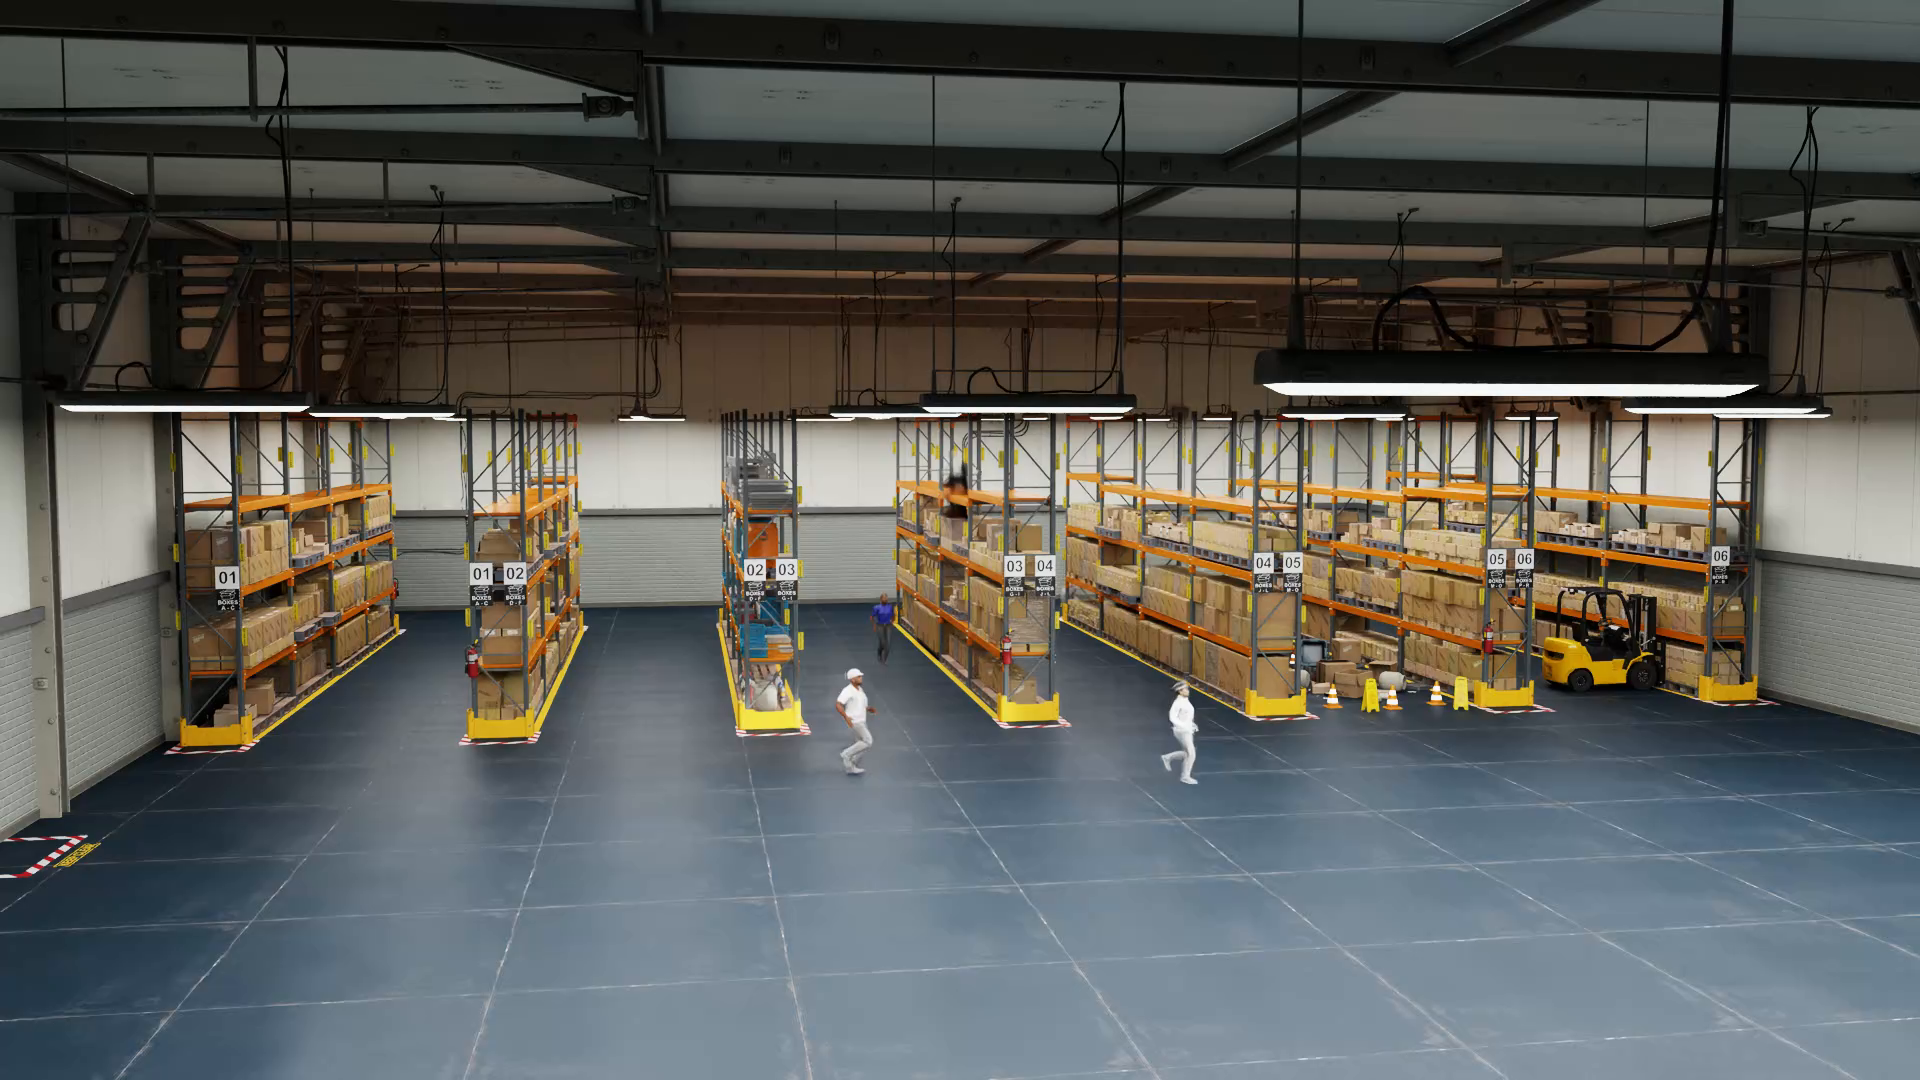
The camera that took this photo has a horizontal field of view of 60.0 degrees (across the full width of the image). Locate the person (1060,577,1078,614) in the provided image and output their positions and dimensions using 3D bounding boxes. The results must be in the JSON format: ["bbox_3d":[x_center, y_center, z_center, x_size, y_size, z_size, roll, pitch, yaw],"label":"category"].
[{"bbox_3d":[3.360,1.395,49.902,0.713,1.773,0.830,0,4,5],"label":"person"}]

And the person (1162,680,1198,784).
[{"bbox_3d":[3.511,3.055,26.550,0.587,1.665,0.617,2,4,22],"label":"person"}]

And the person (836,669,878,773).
[{"bbox_3d":[-1.657,2.965,27.196,0.581,1.725,0.705,1,4,14],"label":"person"}]

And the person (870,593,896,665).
[{"bbox_3d":[-1.702,2.023,37.467,0.575,1.611,0.505,-1,4,-20],"label":"person"}]
